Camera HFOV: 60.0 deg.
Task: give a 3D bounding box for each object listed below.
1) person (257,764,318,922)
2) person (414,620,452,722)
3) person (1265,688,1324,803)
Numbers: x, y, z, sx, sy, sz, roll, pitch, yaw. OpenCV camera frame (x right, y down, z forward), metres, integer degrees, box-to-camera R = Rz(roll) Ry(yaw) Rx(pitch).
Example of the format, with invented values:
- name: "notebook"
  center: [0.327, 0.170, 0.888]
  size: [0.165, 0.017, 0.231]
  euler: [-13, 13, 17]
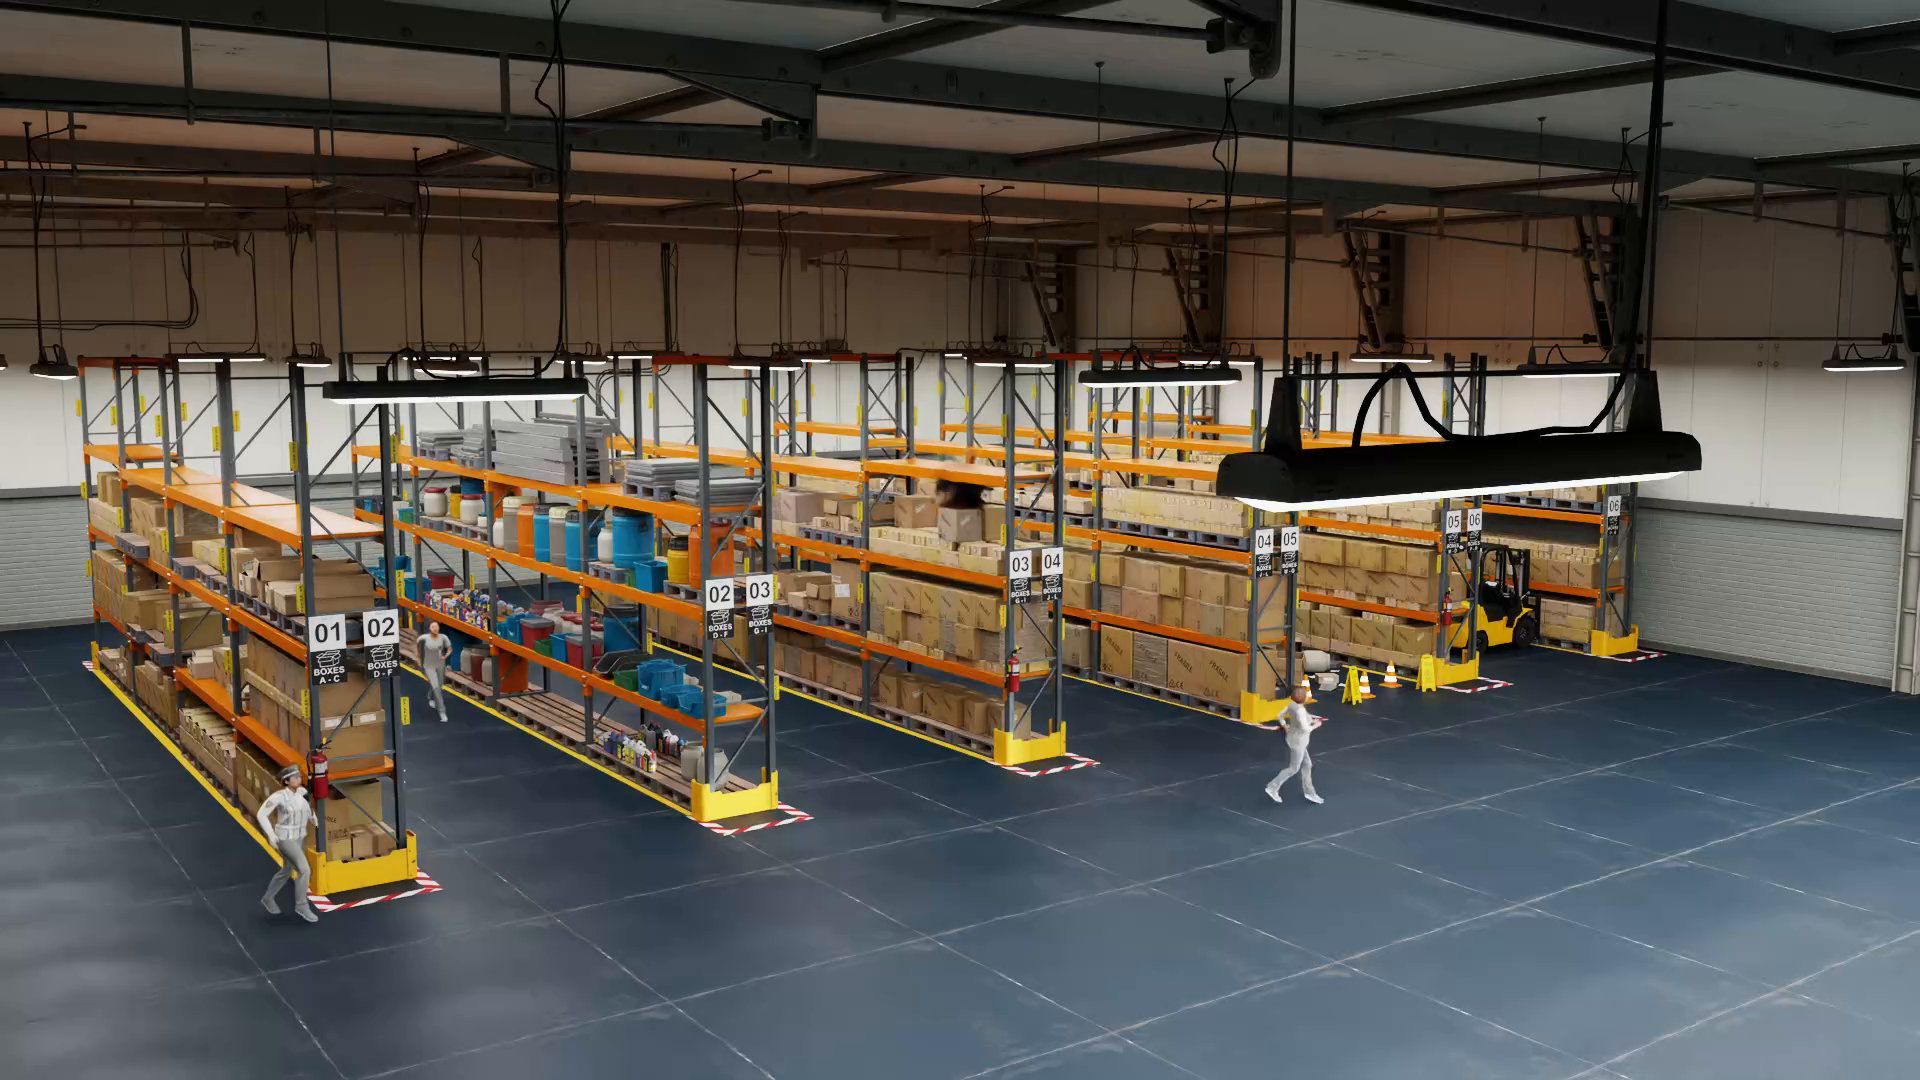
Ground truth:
- name: "person"
  center: [-7.321, 3.279, 18.223]
  size: [0.753, 1.706, 0.605]
  euler: [2, 7, 16]
- name: "person"
  center: [-8.793, 2.140, 27.821]
  size: [0.587, 1.664, 1.008]
  euler: [-4, 8, -29]
- name: "person"
  center: [4.553, 2.838, 22.542]
  size: [0.829, 1.513, 0.575]
  euler: [-1, 7, -5]
